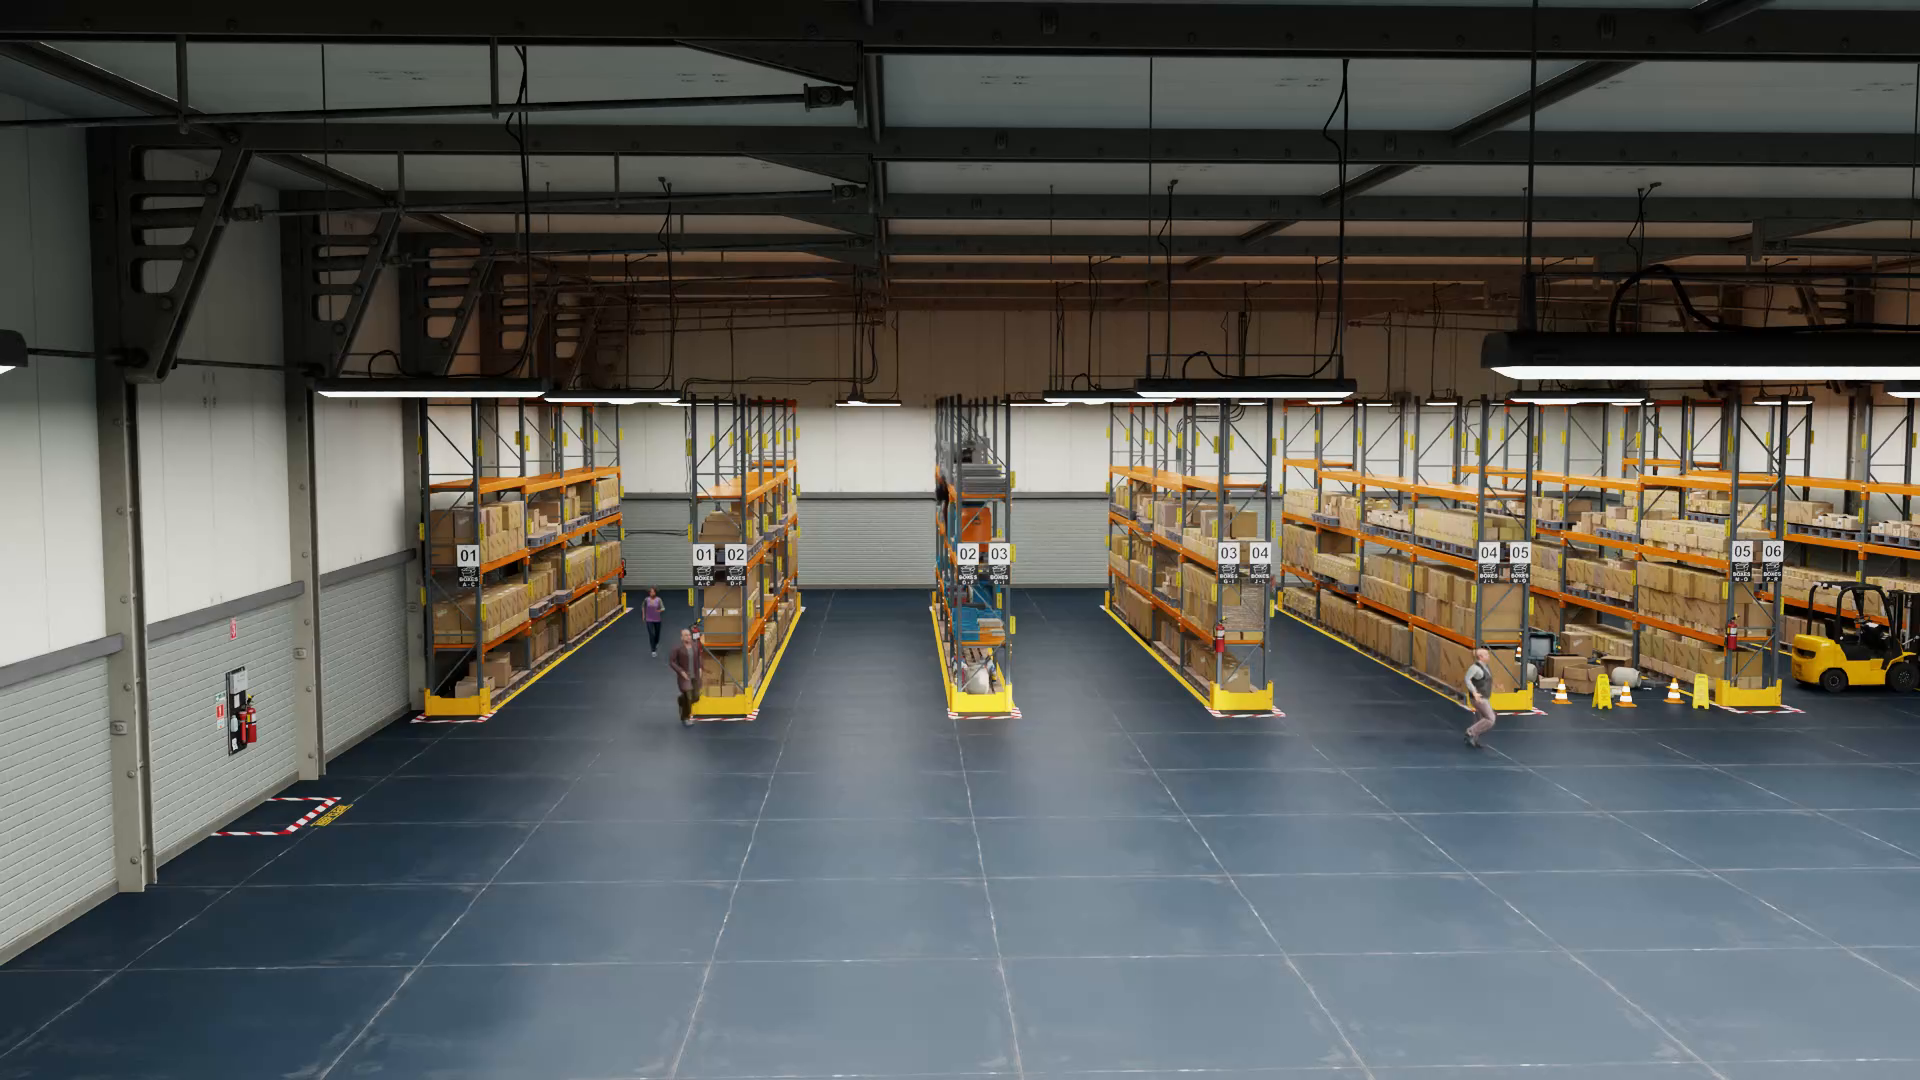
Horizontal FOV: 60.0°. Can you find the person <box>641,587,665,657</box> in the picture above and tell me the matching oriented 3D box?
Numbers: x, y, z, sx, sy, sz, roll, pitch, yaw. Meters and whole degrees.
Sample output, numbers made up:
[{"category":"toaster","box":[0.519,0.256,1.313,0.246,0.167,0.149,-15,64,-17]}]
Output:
[{"category":"person","box":[-7.110,1.878,38.556,0.536,1.583,0.856,-1,5,-12]}]

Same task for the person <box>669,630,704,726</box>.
[{"category":"person","box":[-4.945,2.485,30.162,0.715,1.741,0.648,-4,6,-39]}]

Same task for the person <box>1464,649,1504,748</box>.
[{"category":"person","box":[8.832,2.668,28.010,0.593,1.683,0.644,3,5,31]}]

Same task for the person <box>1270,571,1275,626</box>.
[{"category":"person","box":[8.036,1.396,43.755,0.648,1.759,0.640,0,5,-4]}]

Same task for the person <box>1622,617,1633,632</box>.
[{"category":"person","box":[16.436,1.631,40.907,0.677,1.793,0.683,0,5,-4]}]
